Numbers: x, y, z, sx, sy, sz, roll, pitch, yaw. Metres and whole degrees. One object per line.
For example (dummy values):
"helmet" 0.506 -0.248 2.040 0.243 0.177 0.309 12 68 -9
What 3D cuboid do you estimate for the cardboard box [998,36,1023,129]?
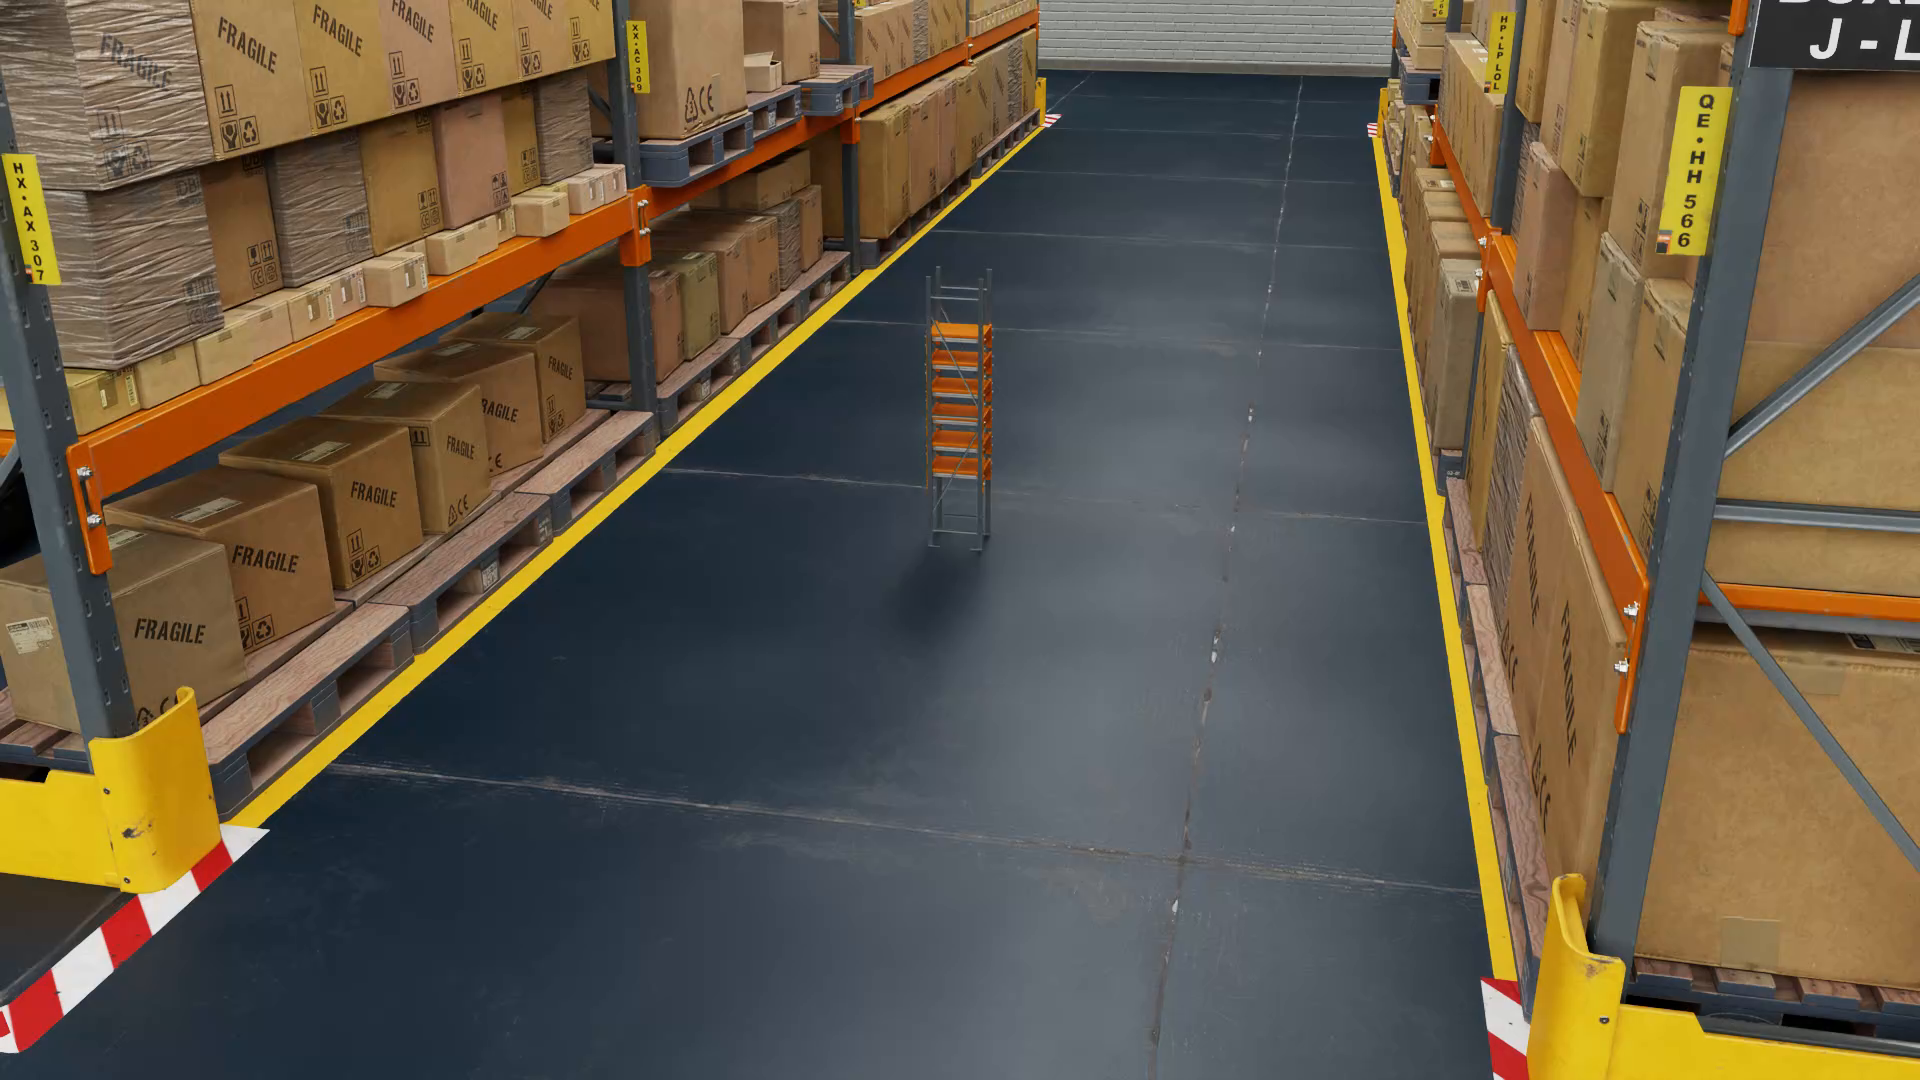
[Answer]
"cardboard box" 0.163 -4.931 17.863 0.875 0.875 0.875 4 22 11

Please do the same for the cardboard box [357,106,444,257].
"cardboard box" -2.483 -1.380 6.233 0.875 0.500 0.500 4 22 11

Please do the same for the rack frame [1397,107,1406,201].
"rack frame" 4.419 -4.417 14.305 1.000 3.000 0.127 4 22 11

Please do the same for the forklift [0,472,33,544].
"forklift" -4.648 -1.650 7.526 1.130 2.935 3.031 0 22 1

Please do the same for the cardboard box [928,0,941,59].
"cardboard box" -0.451 -4.314 13.916 0.500 0.500 0.500 4 22 10

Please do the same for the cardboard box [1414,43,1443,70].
"cardboard box" 3.254 -3.247 11.176 0.380 0.149 0.250 5 22 12

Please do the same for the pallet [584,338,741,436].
"pallet" -1.891 -0.897 9.299 1.003 0.211 1.213 4 22 11

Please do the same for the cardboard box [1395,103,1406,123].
"cardboard box" 4.388 -4.098 15.971 0.380 0.149 0.250 3 22 8

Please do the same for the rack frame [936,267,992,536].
"rack frame" 0.016 -0.585 7.199 0.240 1.200 0.006 4 22 11

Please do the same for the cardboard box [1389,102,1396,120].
"cardboard box" 4.644 -4.440 17.219 0.380 0.149 0.250 5 23 13

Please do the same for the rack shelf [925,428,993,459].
"rack shelf" -0.003 -0.399 7.178 0.258 0.103 0.180 4 22 11

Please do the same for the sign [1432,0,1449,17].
"sign" 3.070 -3.492 10.565 0.100 0.325 0.005 4 22 11

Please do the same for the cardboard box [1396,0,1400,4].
"cardboard box" 4.873 -5.921 17.507 0.500 0.500 0.500 6 23 13

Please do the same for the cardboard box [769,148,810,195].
"cardboard box" -1.339 -2.514 11.334 0.500 0.250 0.500 5 23 13

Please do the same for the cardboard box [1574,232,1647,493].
"cardboard box" 2.093 -0.439 4.229 0.875 0.550 0.550 4 22 11

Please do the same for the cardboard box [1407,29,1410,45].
"cardboard box" 3.521 -3.716 12.340 0.380 0.149 0.250 5 23 13

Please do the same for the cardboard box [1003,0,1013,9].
"cardboard box" 0.252 -5.603 17.053 0.500 0.250 0.500 4 22 11

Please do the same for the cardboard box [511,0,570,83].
"cardboard box" -1.971 -2.185 6.895 0.500 0.500 0.500 4 22 11

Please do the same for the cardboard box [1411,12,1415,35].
"cardboard box" 3.414 -3.671 11.829 0.380 0.149 0.250 5 22 11

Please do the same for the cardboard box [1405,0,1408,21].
"cardboard box" 3.680 -4.141 12.995 0.380 0.149 0.250 5 23 13

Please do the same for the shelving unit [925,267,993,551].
"shelving unit" -0.003 -0.551 7.116 0.258 1.200 0.189 4 22 11

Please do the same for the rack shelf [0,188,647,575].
"rack shelf" -2.456 -0.841 6.389 1.077 0.370 4.000 4 22 11

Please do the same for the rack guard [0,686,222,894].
"rack guard" -2.849 0.689 4.974 1.175 0.500 0.348 4 22 11

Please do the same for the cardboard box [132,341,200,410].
"cardboard box" -2.503 -0.502 4.922 0.380 0.149 0.250 4 22 11

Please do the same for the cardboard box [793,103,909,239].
"cardboard box" -1.071 -2.829 12.644 1.225 0.875 0.875 3 22 8

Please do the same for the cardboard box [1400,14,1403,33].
"cardboard box" 3.783 -4.193 13.523 0.380 0.149 0.250 5 22 11

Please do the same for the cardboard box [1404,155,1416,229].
"cardboard box" 3.683 -2.634 12.662 0.500 0.500 0.500 3 22 9

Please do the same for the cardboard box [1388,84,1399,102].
"cardboard box" 4.681 -4.670 17.391 0.380 0.149 0.250 4 22 11

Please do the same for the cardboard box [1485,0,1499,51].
"cardboard box" 3.297 -2.928 9.135 0.700 0.500 0.500 4 22 10

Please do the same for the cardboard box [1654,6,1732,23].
"cardboard box" 2.354 -1.134 4.507 0.875 0.550 0.550 4 22 11

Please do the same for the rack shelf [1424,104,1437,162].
"rack shelf" 4.011 -3.351 12.623 1.077 0.370 4.000 4 22 11

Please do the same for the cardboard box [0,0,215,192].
"cardboard box" -2.485 -1.271 4.625 0.500 0.500 0.500 4 22 11

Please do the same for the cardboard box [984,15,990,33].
"cardboard box" 0.077 -4.990 16.066 0.380 0.149 0.250 5 23 13

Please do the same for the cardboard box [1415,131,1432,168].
"cardboard box" 3.578 -2.792 12.052 0.500 0.250 0.500 5 22 12

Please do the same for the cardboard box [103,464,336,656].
"cardboard box" -2.632 0.073 5.940 0.500 0.500 0.500 11 24 25

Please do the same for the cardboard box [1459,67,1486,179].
"cardboard box" 2.838 -2.118 8.464 0.500 0.500 0.500 5 22 11

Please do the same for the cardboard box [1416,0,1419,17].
"cardboard box" 3.308 -3.614 11.289 0.380 0.149 0.250 4 22 10

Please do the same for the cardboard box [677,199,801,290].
"cardboard box" -1.450 -1.963 10.969 0.700 0.500 0.500 3 22 6

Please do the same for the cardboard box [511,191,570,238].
"cardboard box" -1.916 -1.411 7.178 0.380 0.149 0.250 4 22 11

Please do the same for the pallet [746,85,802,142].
"pallet" -1.596 -2.553 9.933 1.003 0.211 1.213 4 22 11

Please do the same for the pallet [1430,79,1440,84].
"pallet" 3.967 -3.592 12.513 1.003 0.211 1.213 4 22 11

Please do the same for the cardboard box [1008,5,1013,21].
"cardboard box" 0.338 -5.464 17.241 0.380 0.149 0.250 5 22 12

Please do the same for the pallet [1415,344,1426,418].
"pallet" 3.117 -0.933 9.387 1.003 0.211 1.213 4 22 11

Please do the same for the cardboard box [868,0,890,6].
"cardboard box" -0.931 -4.385 12.749 0.797 0.503 0.637 5 22 12

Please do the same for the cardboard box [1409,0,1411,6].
"cardboard box" 3.574 -4.090 12.471 0.380 0.149 0.250 5 23 13

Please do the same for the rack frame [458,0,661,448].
"rack frame" -2.048 -1.906 8.071 1.000 3.000 0.127 4 22 11

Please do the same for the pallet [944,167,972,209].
"pallet" -0.499 -3.250 15.141 1.003 0.211 1.213 4 22 11

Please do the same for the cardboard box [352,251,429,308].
"cardboard box" -2.172 -0.954 6.043 0.380 0.149 0.250 4 22 11

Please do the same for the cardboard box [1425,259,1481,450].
"cardboard box" 2.826 -0.876 7.963 1.050 0.750 0.750 4 22 11

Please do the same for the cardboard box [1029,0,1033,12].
"cardboard box" 0.599 -5.927 18.392 0.380 0.149 0.250 5 22 11

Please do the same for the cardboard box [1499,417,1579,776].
"cardboard box" 2.222 0.188 5.154 0.875 0.875 0.875 4 22 10
